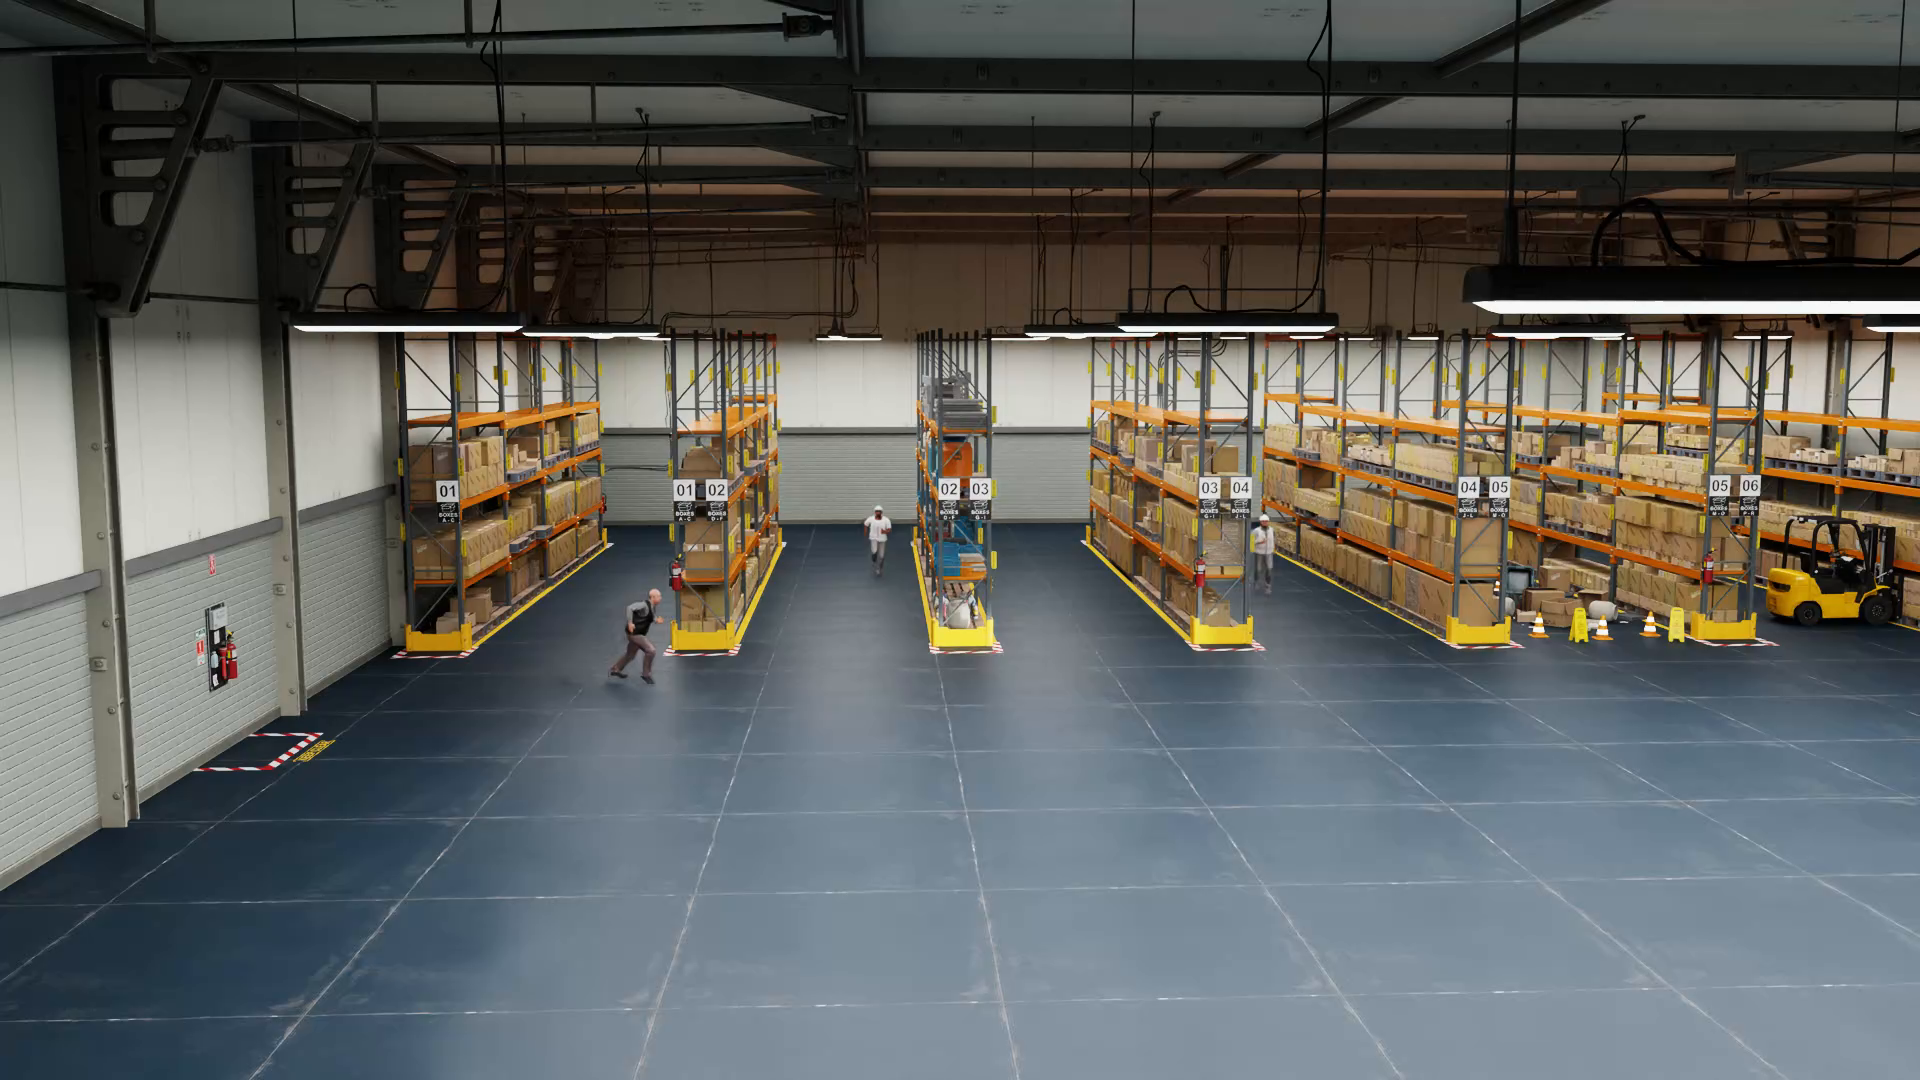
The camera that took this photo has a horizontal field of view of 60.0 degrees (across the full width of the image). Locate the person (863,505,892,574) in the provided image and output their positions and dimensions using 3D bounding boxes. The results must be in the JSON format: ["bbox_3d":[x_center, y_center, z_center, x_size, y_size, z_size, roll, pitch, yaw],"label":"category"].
[{"bbox_3d":[-2.019,0.010,40.830,0.677,1.727,0.730,-1,7,-6],"label":"person"}]

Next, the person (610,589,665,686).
[{"bbox_3d":[-5.462,1.653,28.005,0.990,1.673,0.703,1,7,12],"label":"person"}]

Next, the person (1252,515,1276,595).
[{"bbox_3d":[7.002,0.318,38.363,0.649,1.827,0.865,-1,7,-5],"label":"person"}]
